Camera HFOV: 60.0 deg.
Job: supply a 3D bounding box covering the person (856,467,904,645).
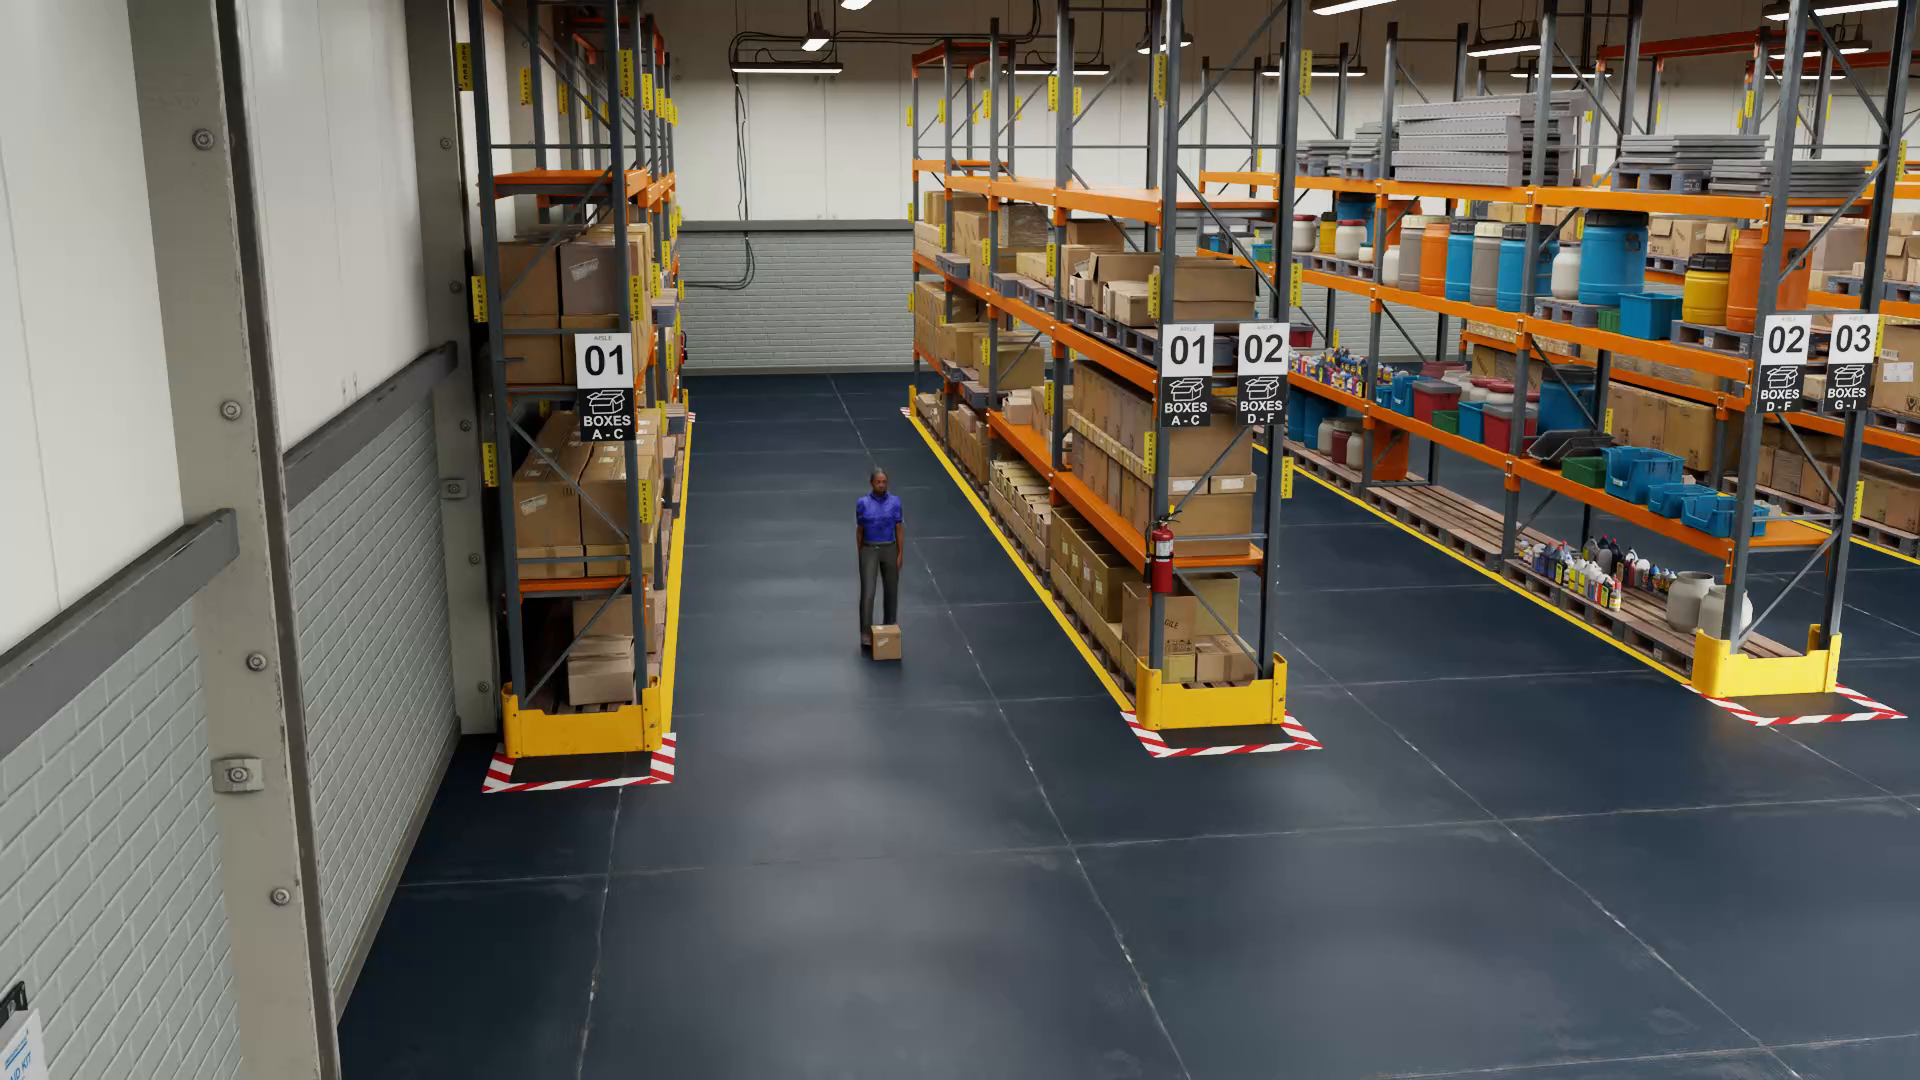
[{"bbox_3d":[-0.737,0.149,15.399,0.437,1.660,0.354,-2,13,-7],"label":"person"}]
